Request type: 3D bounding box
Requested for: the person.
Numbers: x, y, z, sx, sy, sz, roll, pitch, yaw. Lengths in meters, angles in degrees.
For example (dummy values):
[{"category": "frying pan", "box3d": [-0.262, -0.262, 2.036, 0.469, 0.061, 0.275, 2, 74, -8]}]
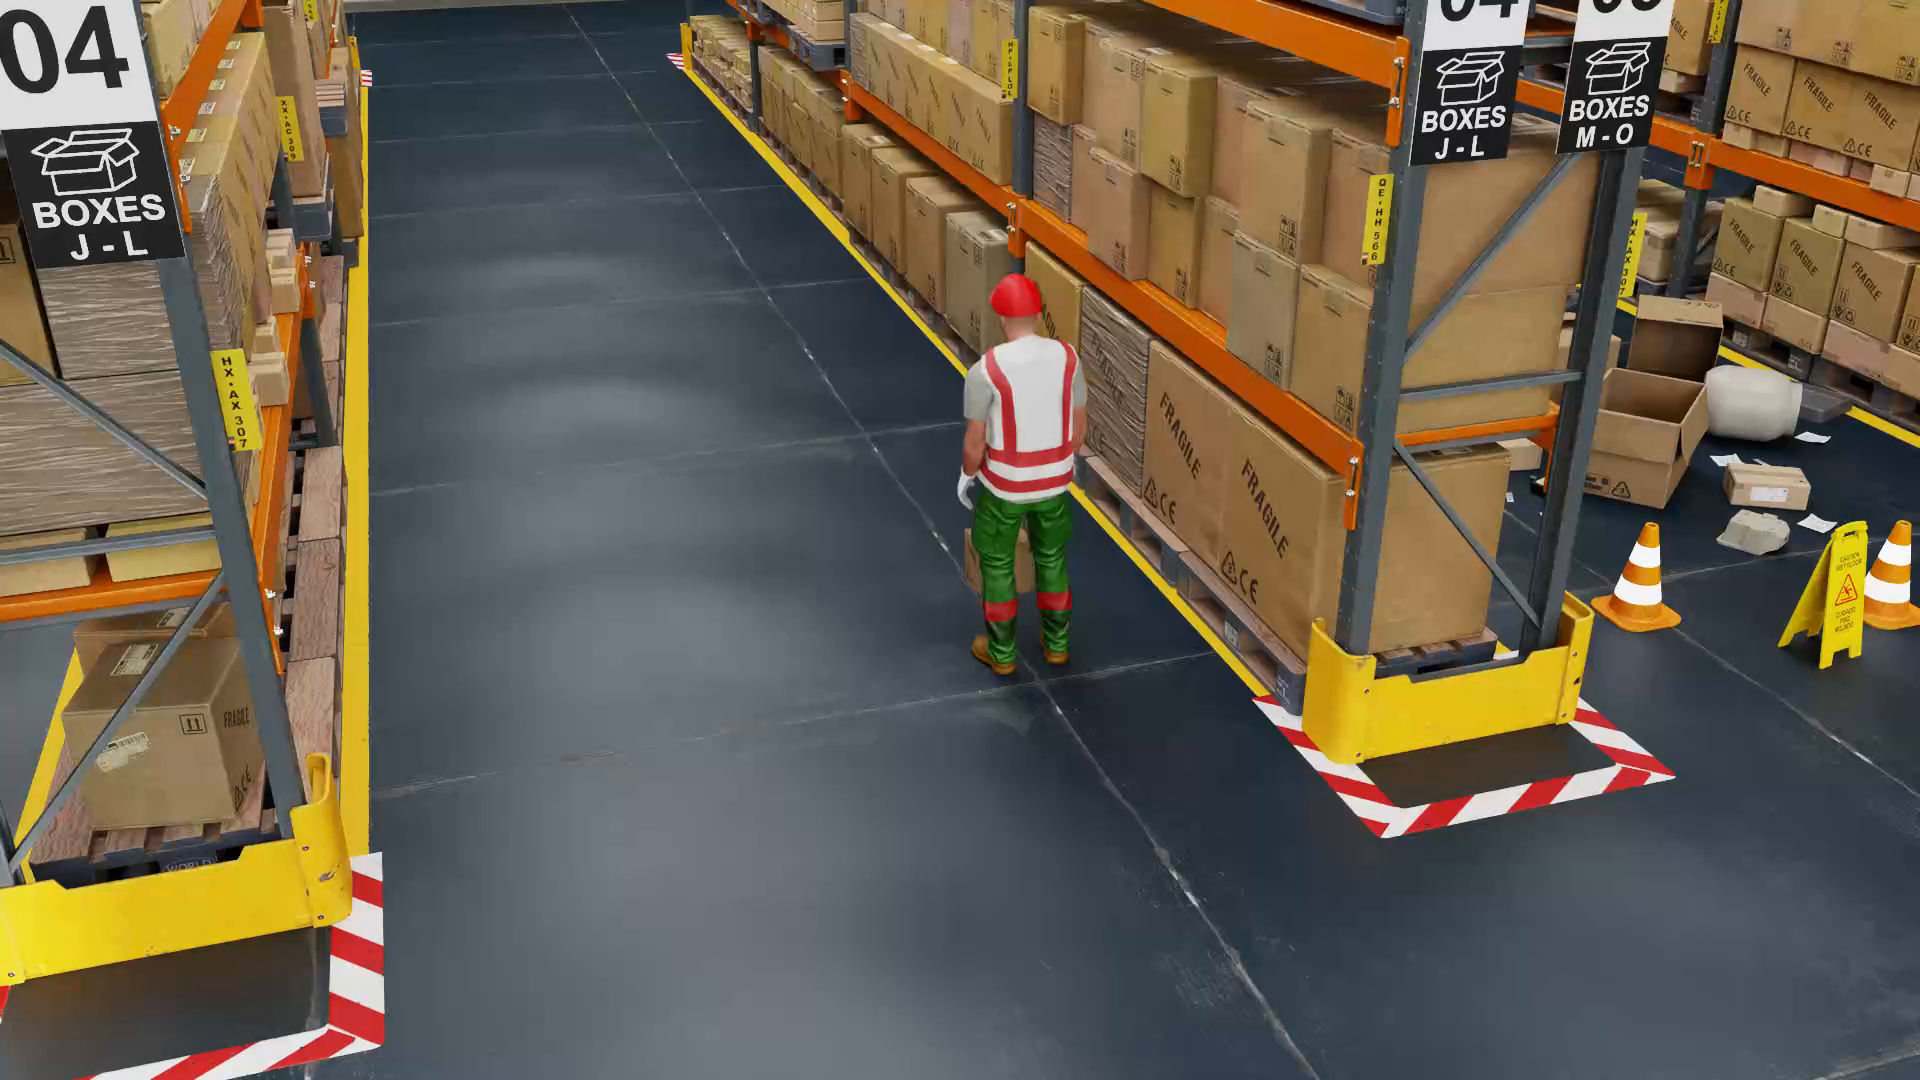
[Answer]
[{"category": "person", "box3d": [0.260, -0.266, 7.140, 0.609, 1.779, 0.454, -8, 27, -16]}]
